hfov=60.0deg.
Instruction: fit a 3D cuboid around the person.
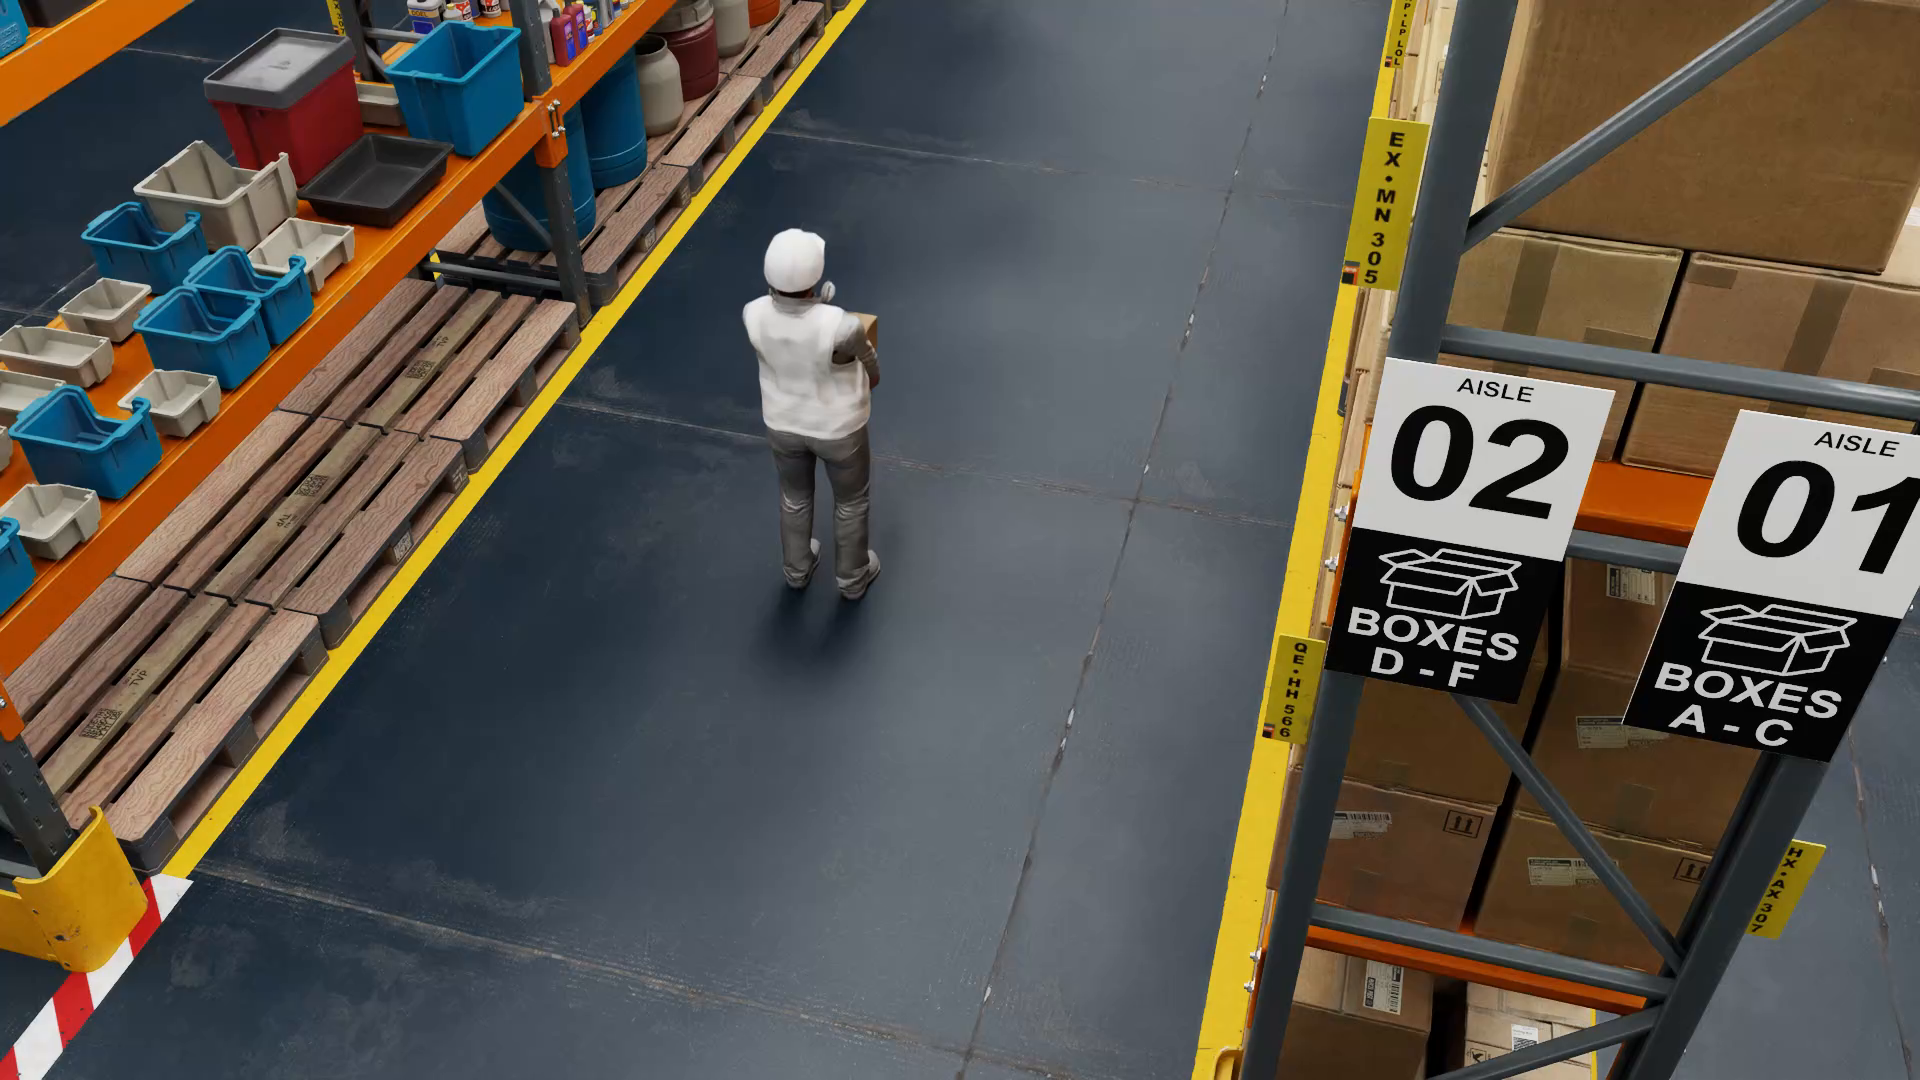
[{"bbox_3d":[-0.570,-0.557,6.791,0.494,1.762,0.551,11,42,12],"label":"person"}]
